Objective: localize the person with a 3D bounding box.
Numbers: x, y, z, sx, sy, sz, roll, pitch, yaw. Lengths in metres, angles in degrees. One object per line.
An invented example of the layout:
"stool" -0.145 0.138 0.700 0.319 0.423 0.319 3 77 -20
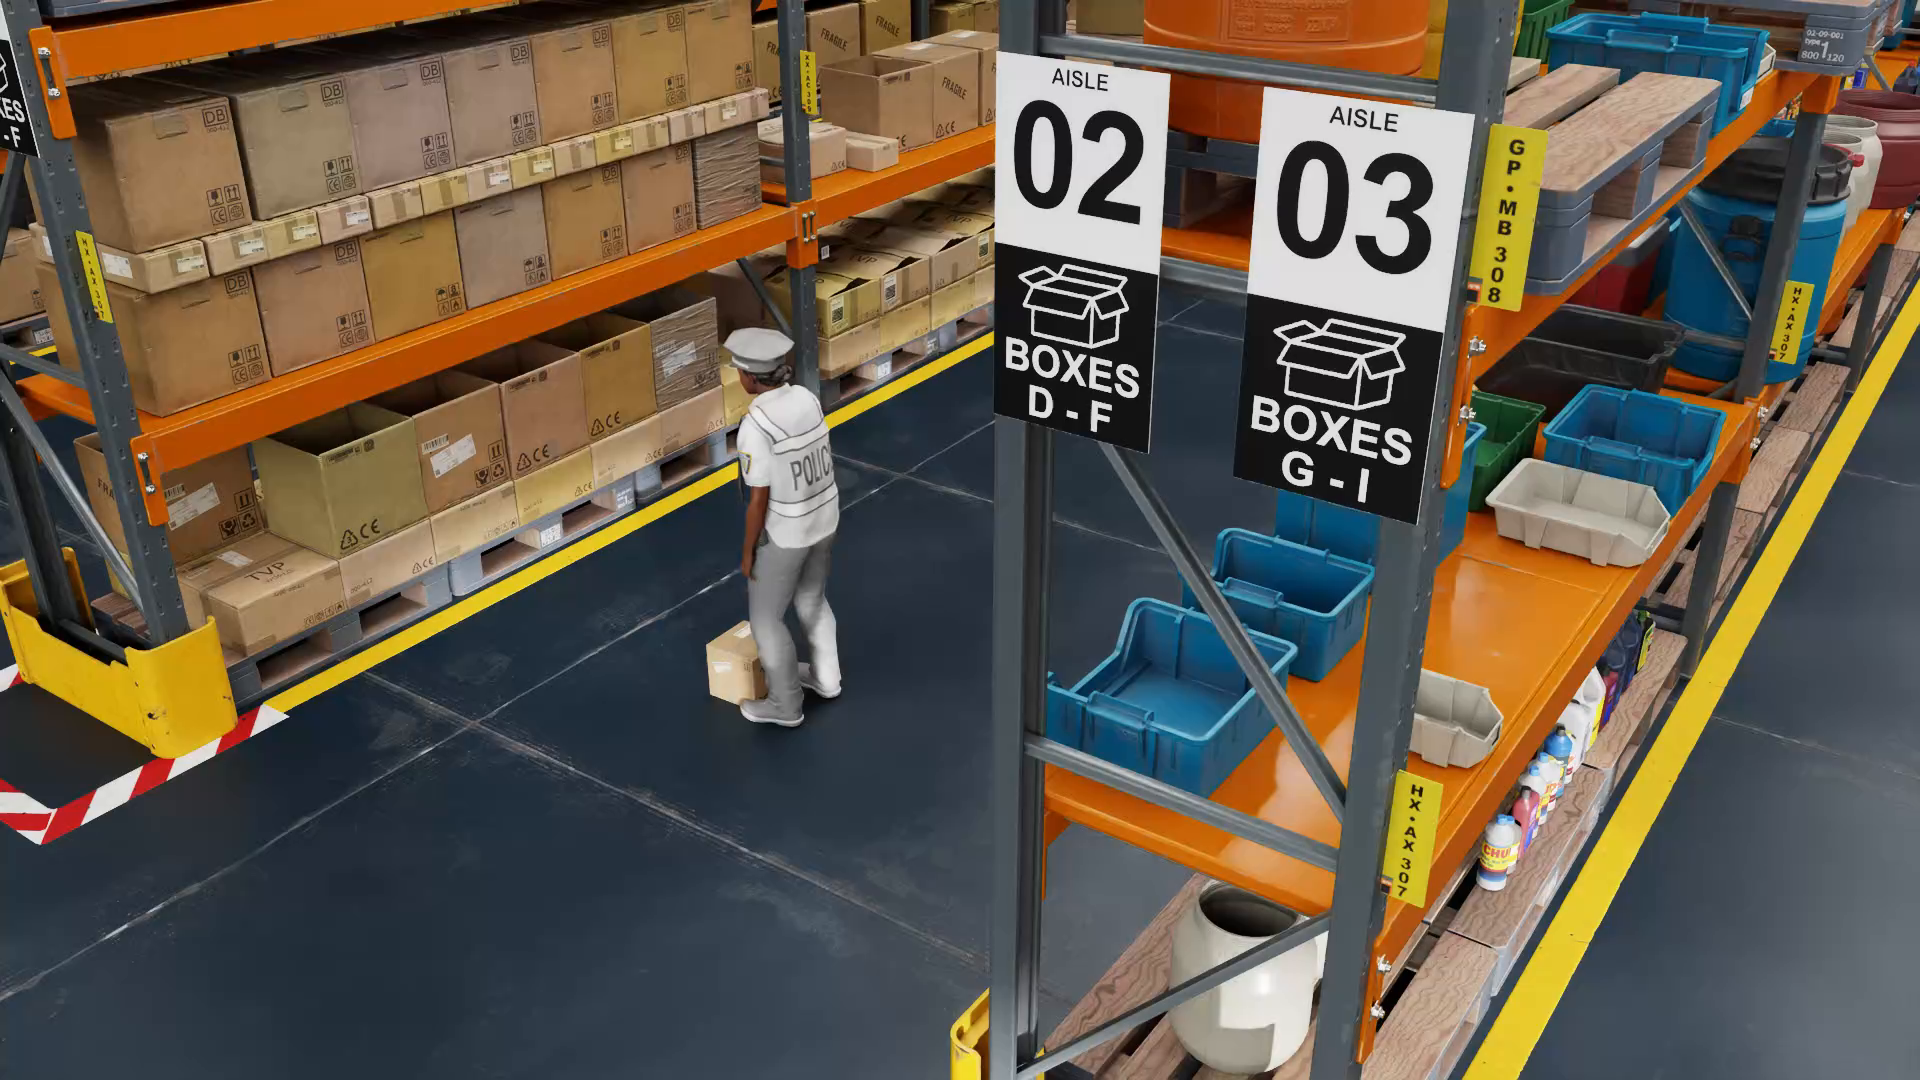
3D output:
"person" -0.697 -0.034 6.686 0.396 1.656 0.503 17 32 30
